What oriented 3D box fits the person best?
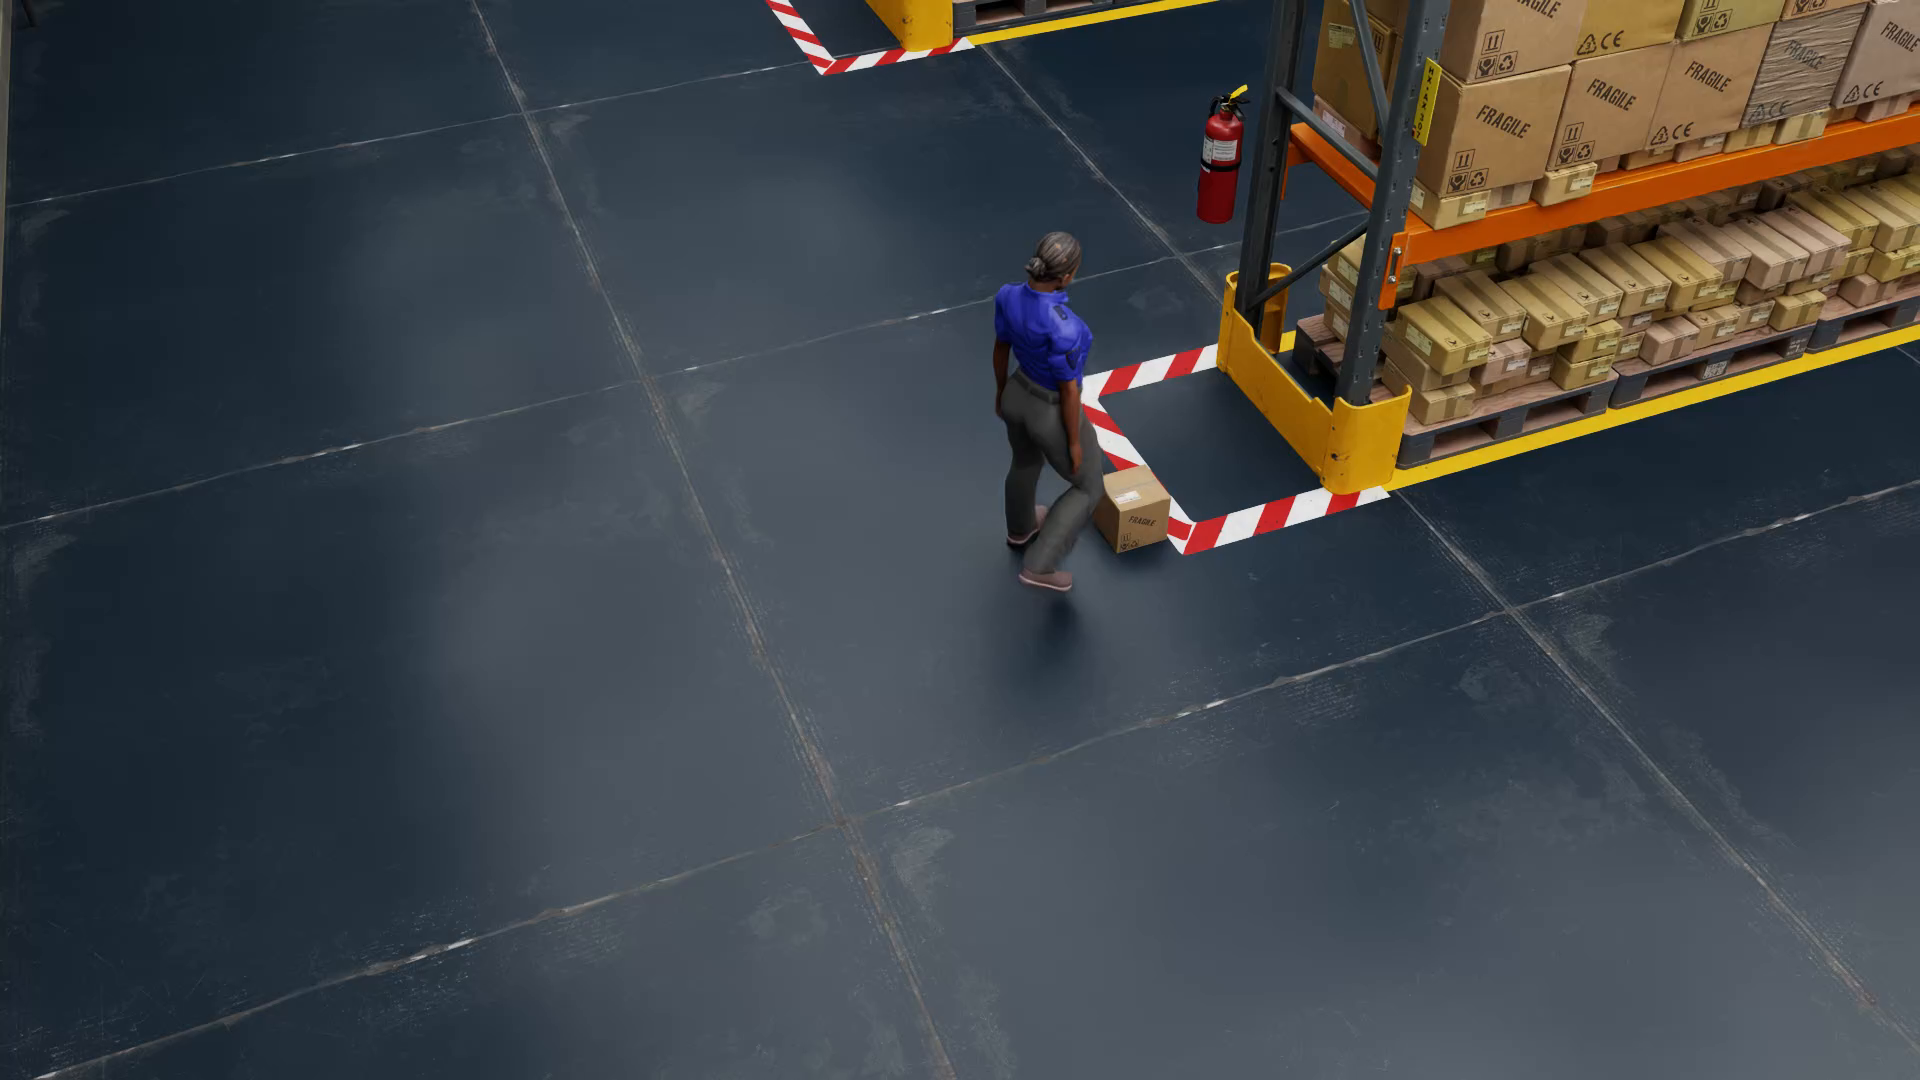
[{"bbox_3d":[0.333,-0.509,6.721,0.523,1.654,0.541,-29,49,-28],"label":"person"}]
